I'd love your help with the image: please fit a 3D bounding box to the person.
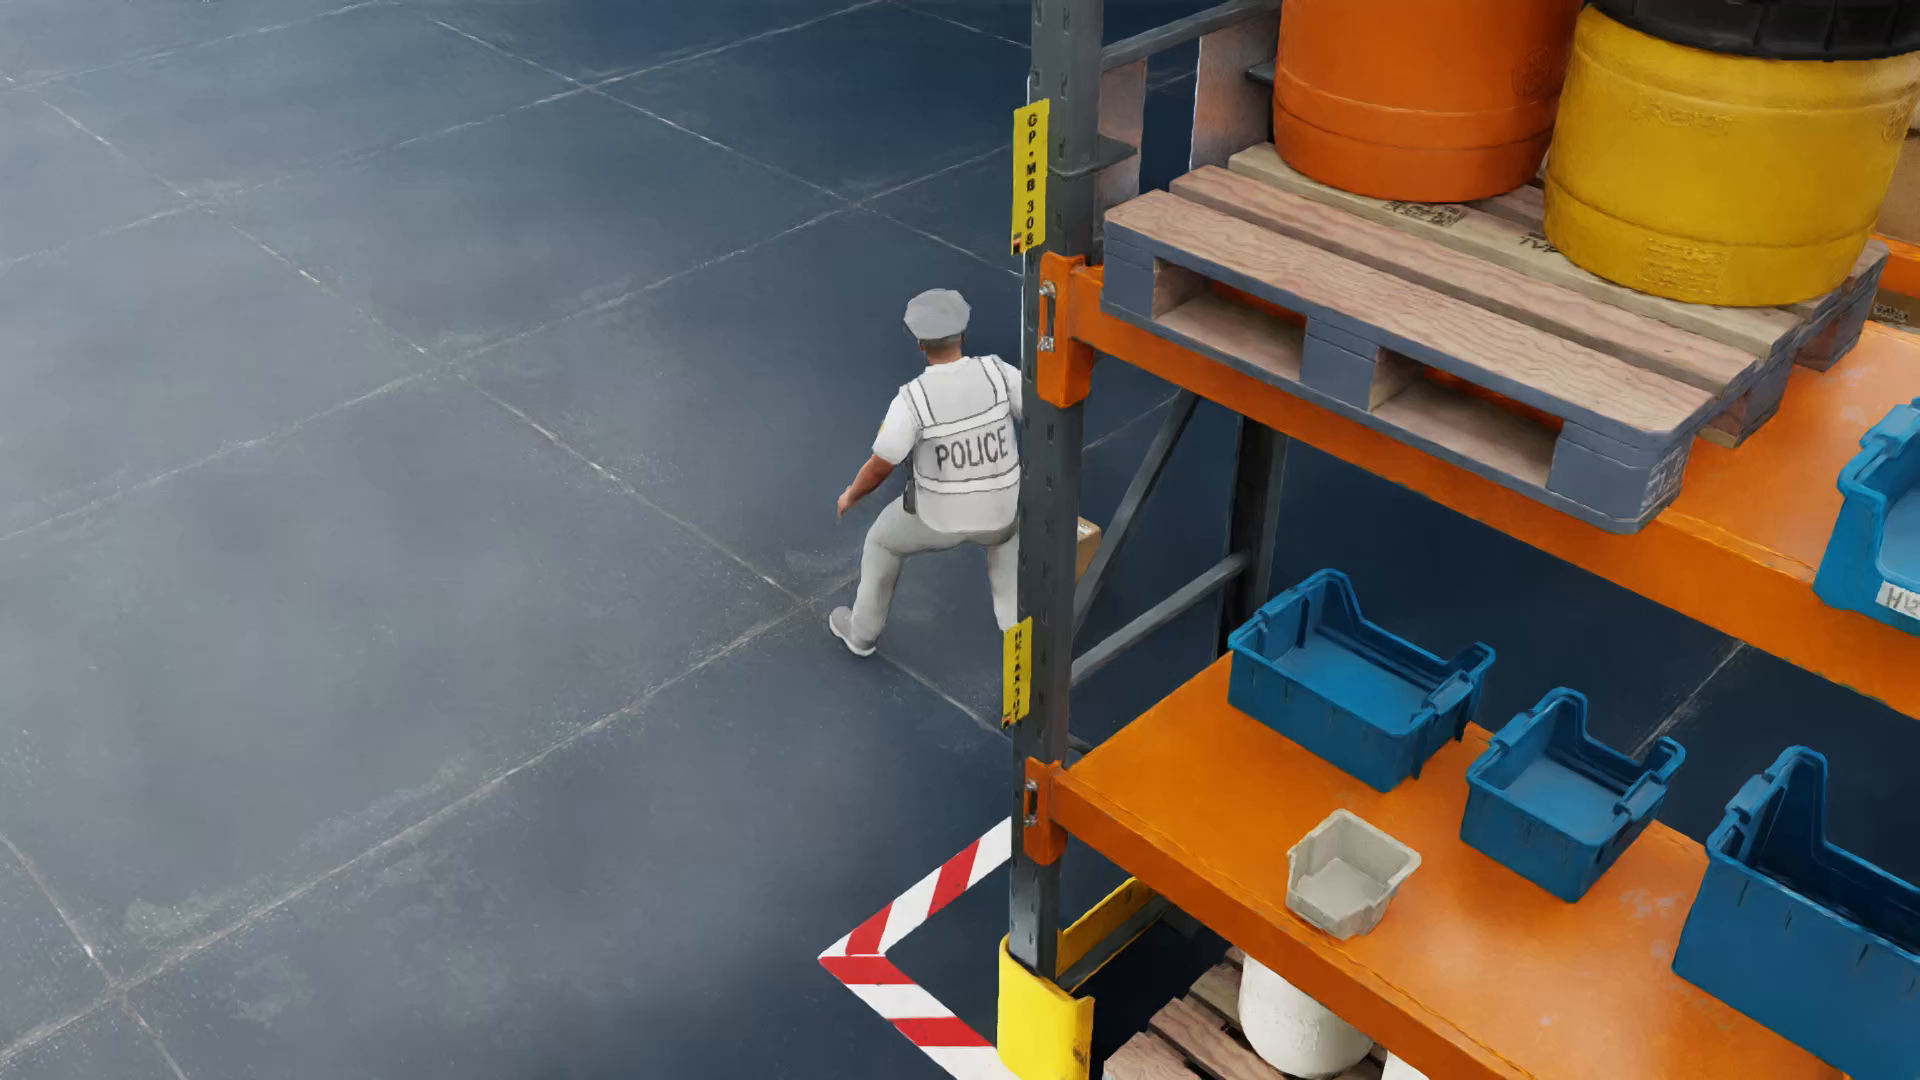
[{"bbox_3d":[-0.080,-0.222,6.572,0.890,1.614,0.558,-8,36,-11],"label":"person"}]
